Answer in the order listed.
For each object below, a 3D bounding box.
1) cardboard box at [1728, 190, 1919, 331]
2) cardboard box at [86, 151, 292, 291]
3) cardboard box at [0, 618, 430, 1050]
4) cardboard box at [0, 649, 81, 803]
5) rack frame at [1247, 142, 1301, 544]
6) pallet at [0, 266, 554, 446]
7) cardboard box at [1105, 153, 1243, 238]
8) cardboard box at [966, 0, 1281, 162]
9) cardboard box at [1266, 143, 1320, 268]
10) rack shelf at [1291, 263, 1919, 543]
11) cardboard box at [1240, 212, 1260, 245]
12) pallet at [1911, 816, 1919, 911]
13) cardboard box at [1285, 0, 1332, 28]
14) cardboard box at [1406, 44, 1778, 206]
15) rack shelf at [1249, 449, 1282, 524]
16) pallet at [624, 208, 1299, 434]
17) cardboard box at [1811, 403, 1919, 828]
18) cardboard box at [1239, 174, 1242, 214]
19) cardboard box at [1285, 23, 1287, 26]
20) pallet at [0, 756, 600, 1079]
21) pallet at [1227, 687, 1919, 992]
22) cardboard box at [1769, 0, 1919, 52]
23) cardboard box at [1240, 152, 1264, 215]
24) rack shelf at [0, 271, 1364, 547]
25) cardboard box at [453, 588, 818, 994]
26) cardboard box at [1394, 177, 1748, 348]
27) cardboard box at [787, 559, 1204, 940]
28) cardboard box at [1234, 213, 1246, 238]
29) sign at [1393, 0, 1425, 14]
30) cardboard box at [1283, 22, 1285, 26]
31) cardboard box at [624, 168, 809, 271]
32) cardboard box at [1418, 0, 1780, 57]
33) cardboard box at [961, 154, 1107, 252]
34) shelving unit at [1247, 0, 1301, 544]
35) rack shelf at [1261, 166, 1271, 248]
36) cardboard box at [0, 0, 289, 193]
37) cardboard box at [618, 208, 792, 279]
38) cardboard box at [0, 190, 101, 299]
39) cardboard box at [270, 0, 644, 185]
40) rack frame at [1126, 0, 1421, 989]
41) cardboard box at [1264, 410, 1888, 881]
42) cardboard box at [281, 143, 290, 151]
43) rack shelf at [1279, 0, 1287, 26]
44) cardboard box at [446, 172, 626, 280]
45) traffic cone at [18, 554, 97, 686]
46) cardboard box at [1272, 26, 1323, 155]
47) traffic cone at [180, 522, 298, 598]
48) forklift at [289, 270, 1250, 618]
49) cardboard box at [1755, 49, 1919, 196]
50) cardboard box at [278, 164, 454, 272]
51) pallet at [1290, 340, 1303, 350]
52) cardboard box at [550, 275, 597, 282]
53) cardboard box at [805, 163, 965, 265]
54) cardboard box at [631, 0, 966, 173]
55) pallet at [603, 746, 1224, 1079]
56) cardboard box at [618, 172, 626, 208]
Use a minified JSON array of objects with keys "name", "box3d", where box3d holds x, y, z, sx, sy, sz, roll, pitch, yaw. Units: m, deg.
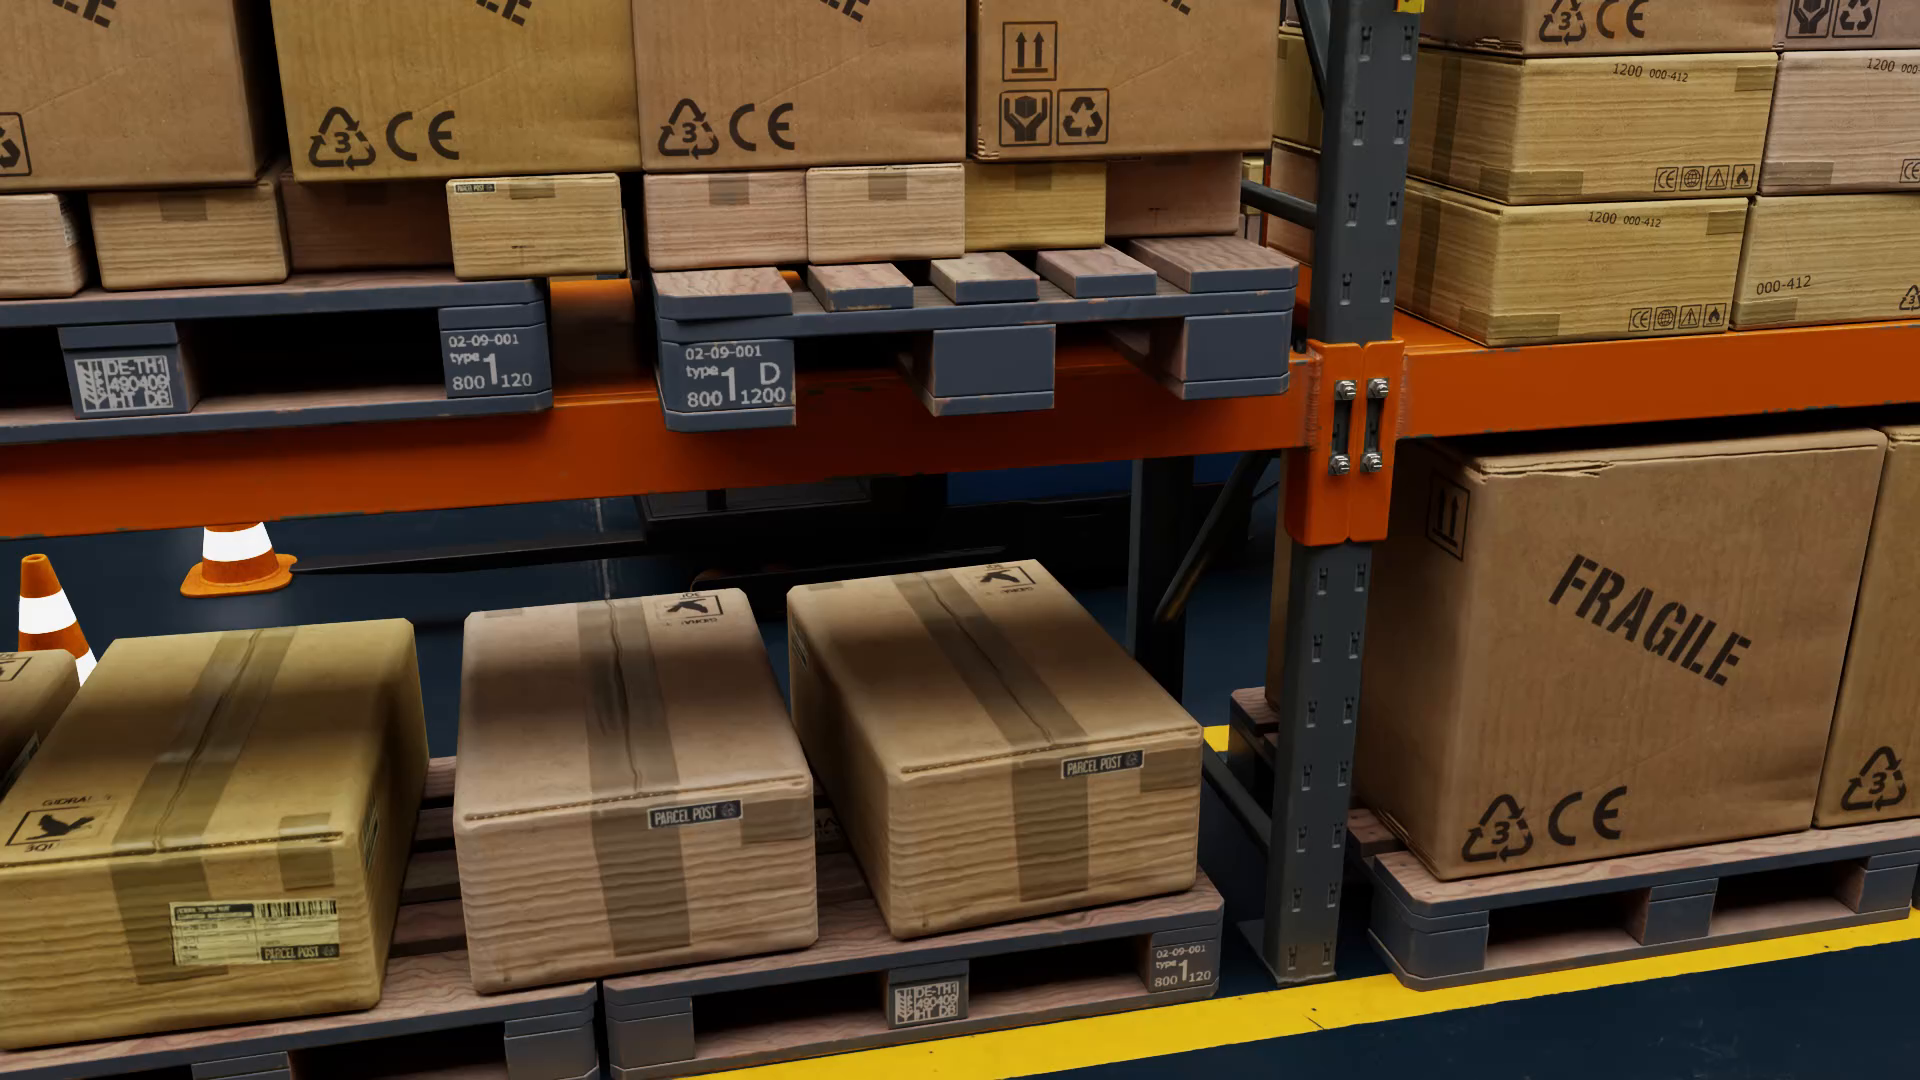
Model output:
[{"name":"cardboard box","box3d":[1.616,-0.608,3.331,0.500,0.250,0.500,-5,21,-14]},{"name":"cardboard box","box3d":[-1.168,-0.502,2.580,0.250,0.149,0.380,-5,21,-14]},{"name":"cardboard box","box3d":[-1.421,0.520,3.243,0.625,0.372,0.950,-4,20,-11]},{"name":"cardboard box","box3d":[-2.098,0.576,3.092,0.625,0.372,0.950,-3,20,-9]},{"name":"rack frame","box3d":[1.084,-1.023,5.555,0.015,2.100,0.400,13,24,31]},{"name":"pallet","box3d":[-1.331,-0.417,2.870,1.213,0.211,1.003,-5,21,-12]},{"name":"cardboard box","box3d":[0.321,-0.652,2.987,0.250,0.149,0.380,-4,20,-10]},{"name":"cardboard box","box3d":[0.208,-0.932,2.809,0.500,0.500,0.500,-5,21,-14]},{"name":"cardboard box","box3d":[1.019,-0.734,3.674,0.500,0.250,0.500,-5,21,-14]},{"name":"rack shelf","box3d":[2.533,-0.498,3.858,4.000,0.370,1.077,-5,21,-12]},{"name":"cardboard box","box3d":[1.580,-1.444,8.418,0.500,0.500,0.500,-5,21,-14]},{"name":"pallet","box3d":[2.556,0.500,4.143,1.213,0.211,1.003,-5,21,-12]},{"name":"cardboard box","box3d":[1.029,-1.322,3.464,0.500,0.500,0.500,-5,21,-14]},{"name":"cardboard box","box3d":[1.136,-0.799,3.126,0.500,0.250,0.500,-5,21,-13]},{"name":"rack shelf","box3d":[1.289,-0.307,5.676,0.480,0.518,0.431,13,24,31]},{"name":"pallet","box3d":[-0.083,-0.495,3.084,1.003,0.211,1.213,-5,21,-12]},{"name":"cardboard box","box3d":[2.147,0.027,3.857,0.875,0.875,0.875,-4,21,-12]},{"name":"cardboard box","box3d":[1.054,-1.750,8.165,0.500,0.250,0.500,-4,21,-12]},{"name":"cardboard box","box3d":[1.634,-2.520,8.088,0.250,0.149,0.380,-4,20,-10]},{"name":"pallet","box3d":[-1.359,0.789,3.354,1.213,0.211,1.003,-5,21,-12]},{"name":"pallet","box3d":[1.371,0.595,3.883,1.213,0.211,1.003,-5,21,-12]},{"name":"cardboard box","box3d":[1.603,-1.193,3.112,0.500,0.500,0.500,-5,21,-12]},{"name":"cardboard box","box3d":[1.560,-1.792,8.278,0.500,0.250,0.500,-6,21,-15]},{"name":"rack shelf","box3d":[-1.360,-0.181,2.994,4.000,0.370,1.077,-5,21,-12]},{"name":"cardboard box","box3d":[-0.682,0.462,3.402,0.625,0.372,0.950,-5,21,-14]},{"name":"cardboard box","box3d":[1.120,-0.561,3.204,0.500,0.250,0.500,-5,21,-13]},{"name":"cardboard box","box3d":[0.034,0.401,3.569,0.625,0.372,0.950,-6,21,-16]},{"name":"cardboard box","box3d":[1.083,-1.403,8.308,0.500,0.500,0.500,-5,21,-14]},{"name":"sign","box3d":[0.720,-1.003,2.623,0.005,0.325,0.100,-5,21,-12]},{"name":"cardboard box","box3d":[1.374,-2.499,8.030,0.250,0.149,0.380,-5,21,-14]},{"name":"cardboard box","box3d":[-0.405,-0.554,2.721,0.250,0.149,0.380,-6,21,-15]},{"name":"cardboard box","box3d":[1.122,-1.151,2.996,0.500,0.500,0.500,-5,21,-14]},{"name":"cardboard box","box3d":[0.077,-0.606,2.863,0.250,0.149,0.380,-4,21,-12]},{"name":"shelving unit","box3d":[1.289,-0.978,5.431,0.503,2.100,0.431,13,24,31]},{"name":"rack shelf","box3d":[1.289,-0.965,5.435,0.480,0.518,0.431,13,24,31]},{"name":"cardboard box","box3d":[-1.315,-0.804,2.460,0.500,0.500,0.500,-6,21,-15]},{"name":"cardboard box","box3d":[-1.264,-1.449,8.069,0.750,0.750,1.050,-5,21,-13]},{"name":"cardboard box","box3d":[-1.421,-0.472,2.496,0.250,0.149,0.380,-4,20,-10]},{"name":"cardboard box","box3d":[-0.784,-0.847,2.577,0.500,0.500,0.500,-6,21,-16]},{"name":"rack frame","box3d":[0.586,-0.677,3.302,0.127,3.000,1.000,-5,21,-12]},{"name":"cardboard box","box3d":[1.278,0.097,3.669,0.875,0.875,0.875,-5,21,-13]},{"name":"cardboard box","box3d":[-1.088,-0.680,3.065,0.250,0.149,0.380,-4,20,-10]},{"name":"rack shelf","box3d":[1.289,-1.622,5.194,0.480,0.518,0.431,13,24,31]},{"name":"cardboard box","box3d":[-0.669,-0.527,2.648,0.250,0.149,0.380,-4,21,-12]},{"name":"traffic cone","box3d":[-2.422,0.264,4.421,0.334,0.463,0.336,-5,21,-12]},{"name":"cardboard box","box3d":[0.999,-0.965,3.579,0.500,0.250,0.500,-5,21,-13]},{"name":"traffic cone","box3d":[-2.370,-0.094,5.398,0.334,0.463,0.336,-5,21,-12]},{"name":"forklift","box3d":[-0.608,-1.320,5.157,3.031,2.935,1.130,-5,21,-14]},{"name":"cardboard box","box3d":[1.639,-0.839,3.236,0.500,0.250,0.500,-4,21,-11]},{"name":"cardboard box","box3d":[-0.943,-0.550,2.709,0.250,0.149,0.380,-4,21,-12]},{"name":"pallet","box3d":[1.295,-1.173,8.711,1.213,0.211,1.003,-5,21,-12]},{"name":"cardboard box","box3d":[-2.114,-1.378,7.877,0.750,0.750,1.050,-4,21,-12]},{"name":"cardboard box","box3d":[-0.158,-0.571,2.768,0.250,0.149,0.380,-5,21,-13]},{"name":"cardboard box","box3d":[-0.293,-0.887,2.687,0.500,0.500,0.500,-5,21,-13]},{"name":"pallet","box3d":[-0.175,0.694,3.614,1.213,0.211,1.003,-5,21,-12]},{"name":"cardboard box","box3d":[-0.605,-0.761,3.285,0.250,0.149,0.380,-5,21,-12]}]
